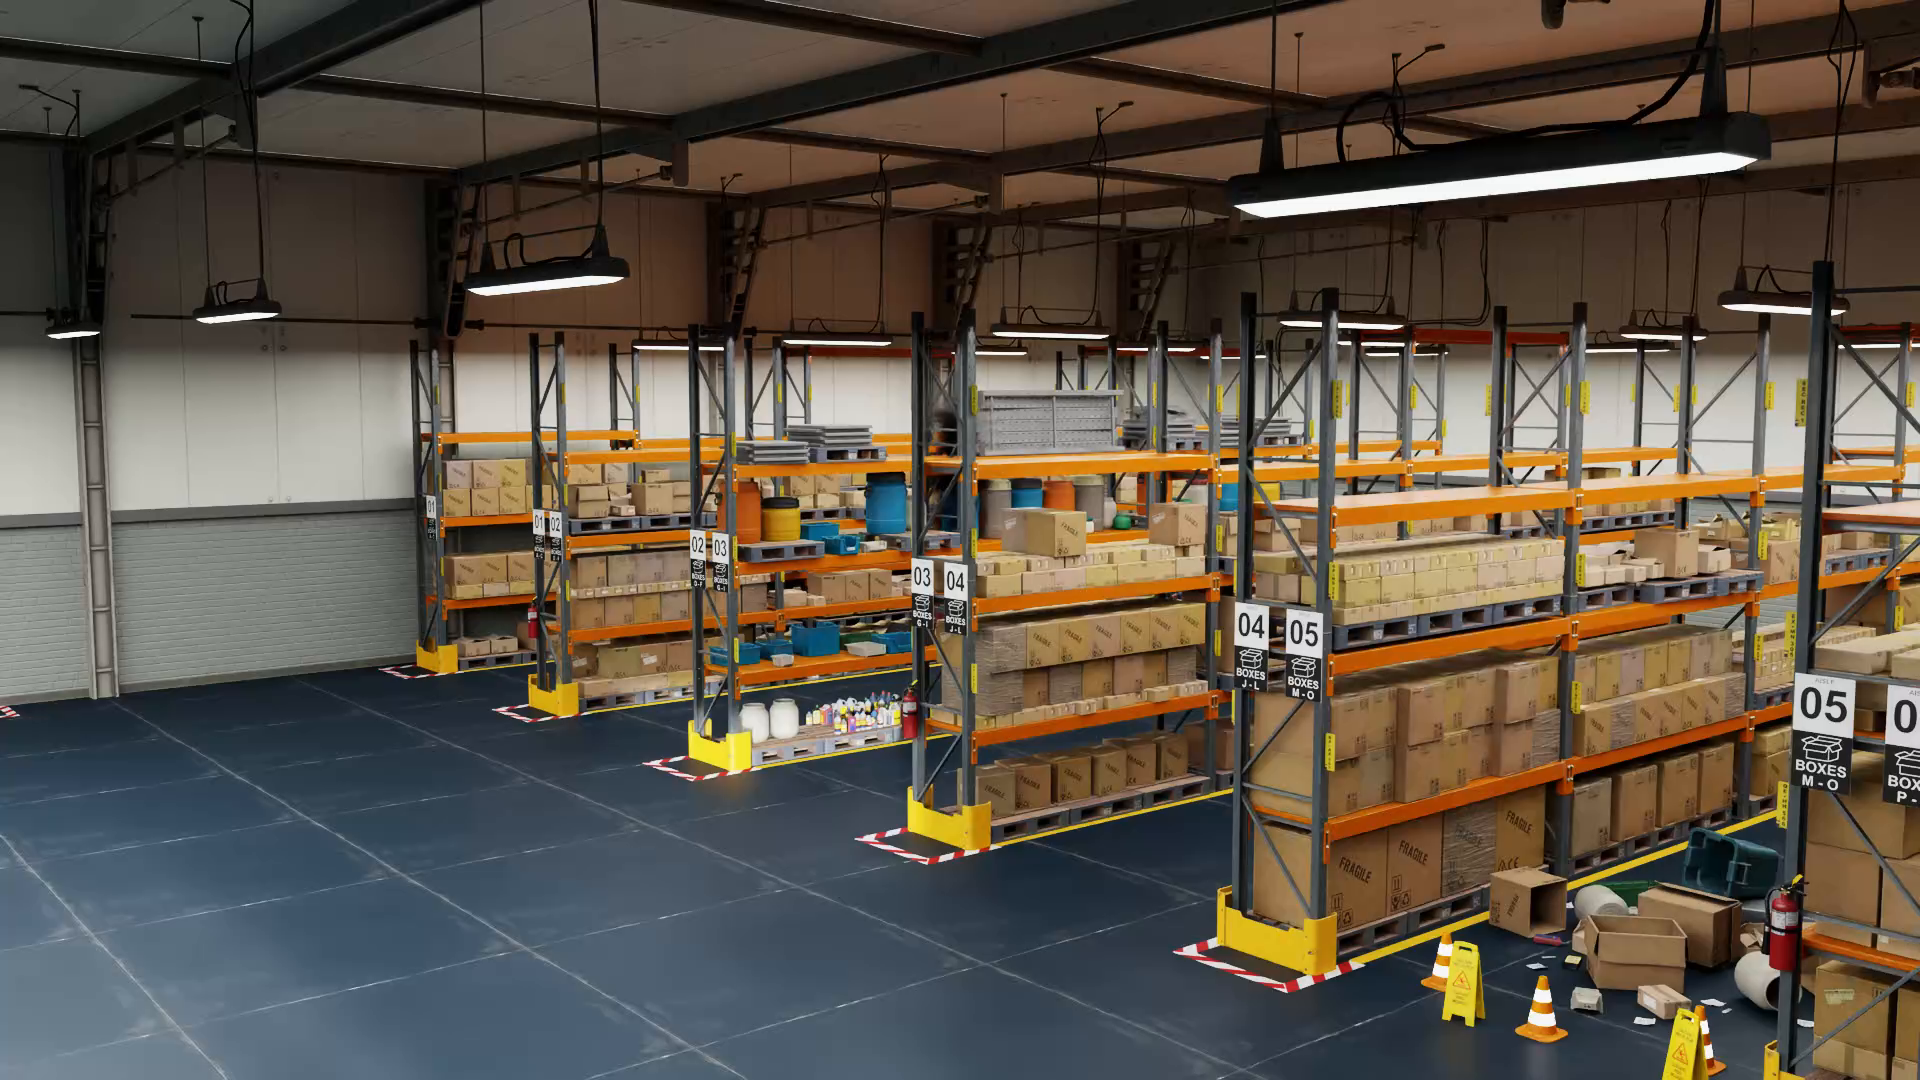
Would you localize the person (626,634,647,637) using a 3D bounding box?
[{"bbox_3d":[-5.665,1.594,29.364,0.645,1.778,0.824,3,6,32],"label":"person"}]
